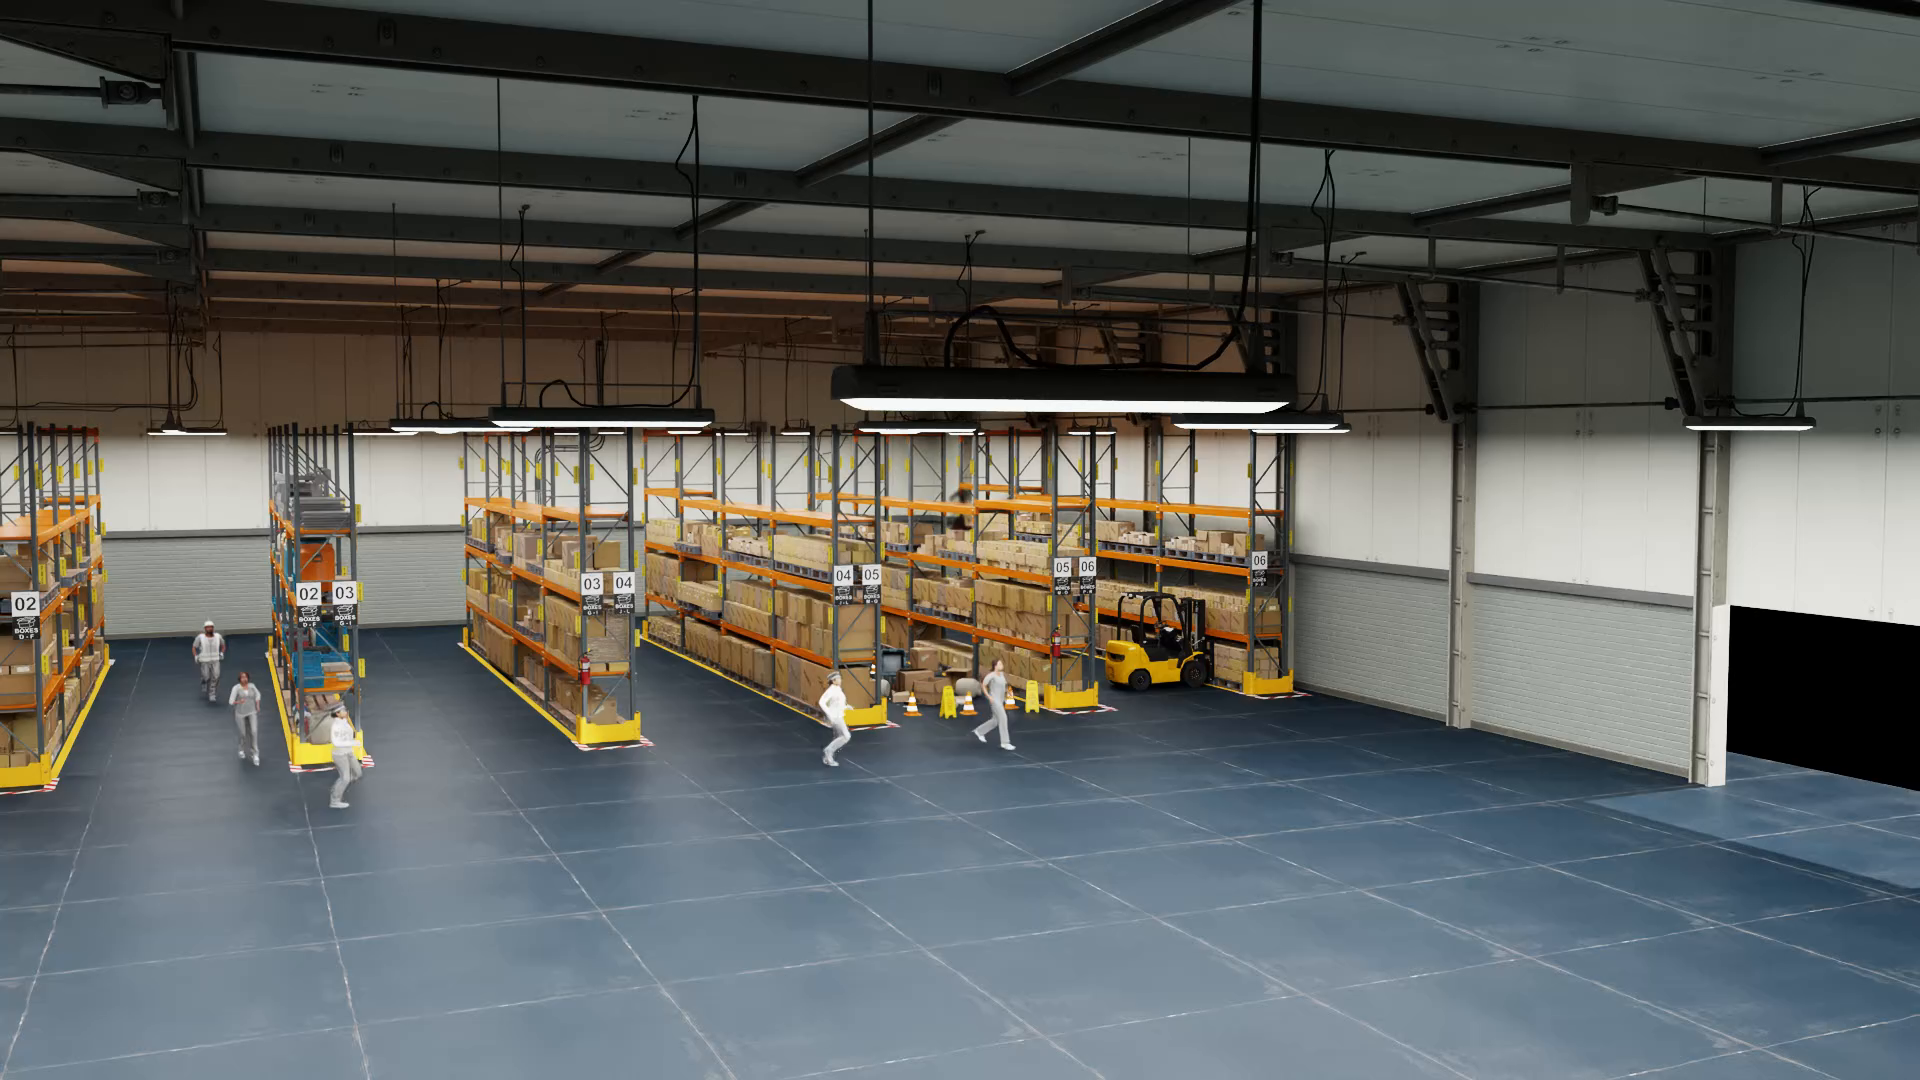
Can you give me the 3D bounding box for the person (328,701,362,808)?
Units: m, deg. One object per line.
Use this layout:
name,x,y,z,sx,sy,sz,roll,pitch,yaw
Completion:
person,-9.486,3.310,25.719,0.554,1.655,0.602,0,3,-3

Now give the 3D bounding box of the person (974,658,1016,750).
person,0.642,3.013,30.789,0.894,1.673,0.577,2,4,27

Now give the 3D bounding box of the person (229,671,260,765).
person,-12.608,3.114,29.344,0.545,1.631,0.715,-2,4,-32

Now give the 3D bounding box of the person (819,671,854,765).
person,-2.133,3.113,29.075,0.574,1.665,0.603,1,4,10

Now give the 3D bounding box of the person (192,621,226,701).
person,-16.387,2.636,36.349,0.693,1.735,0.574,-2,4,-34
